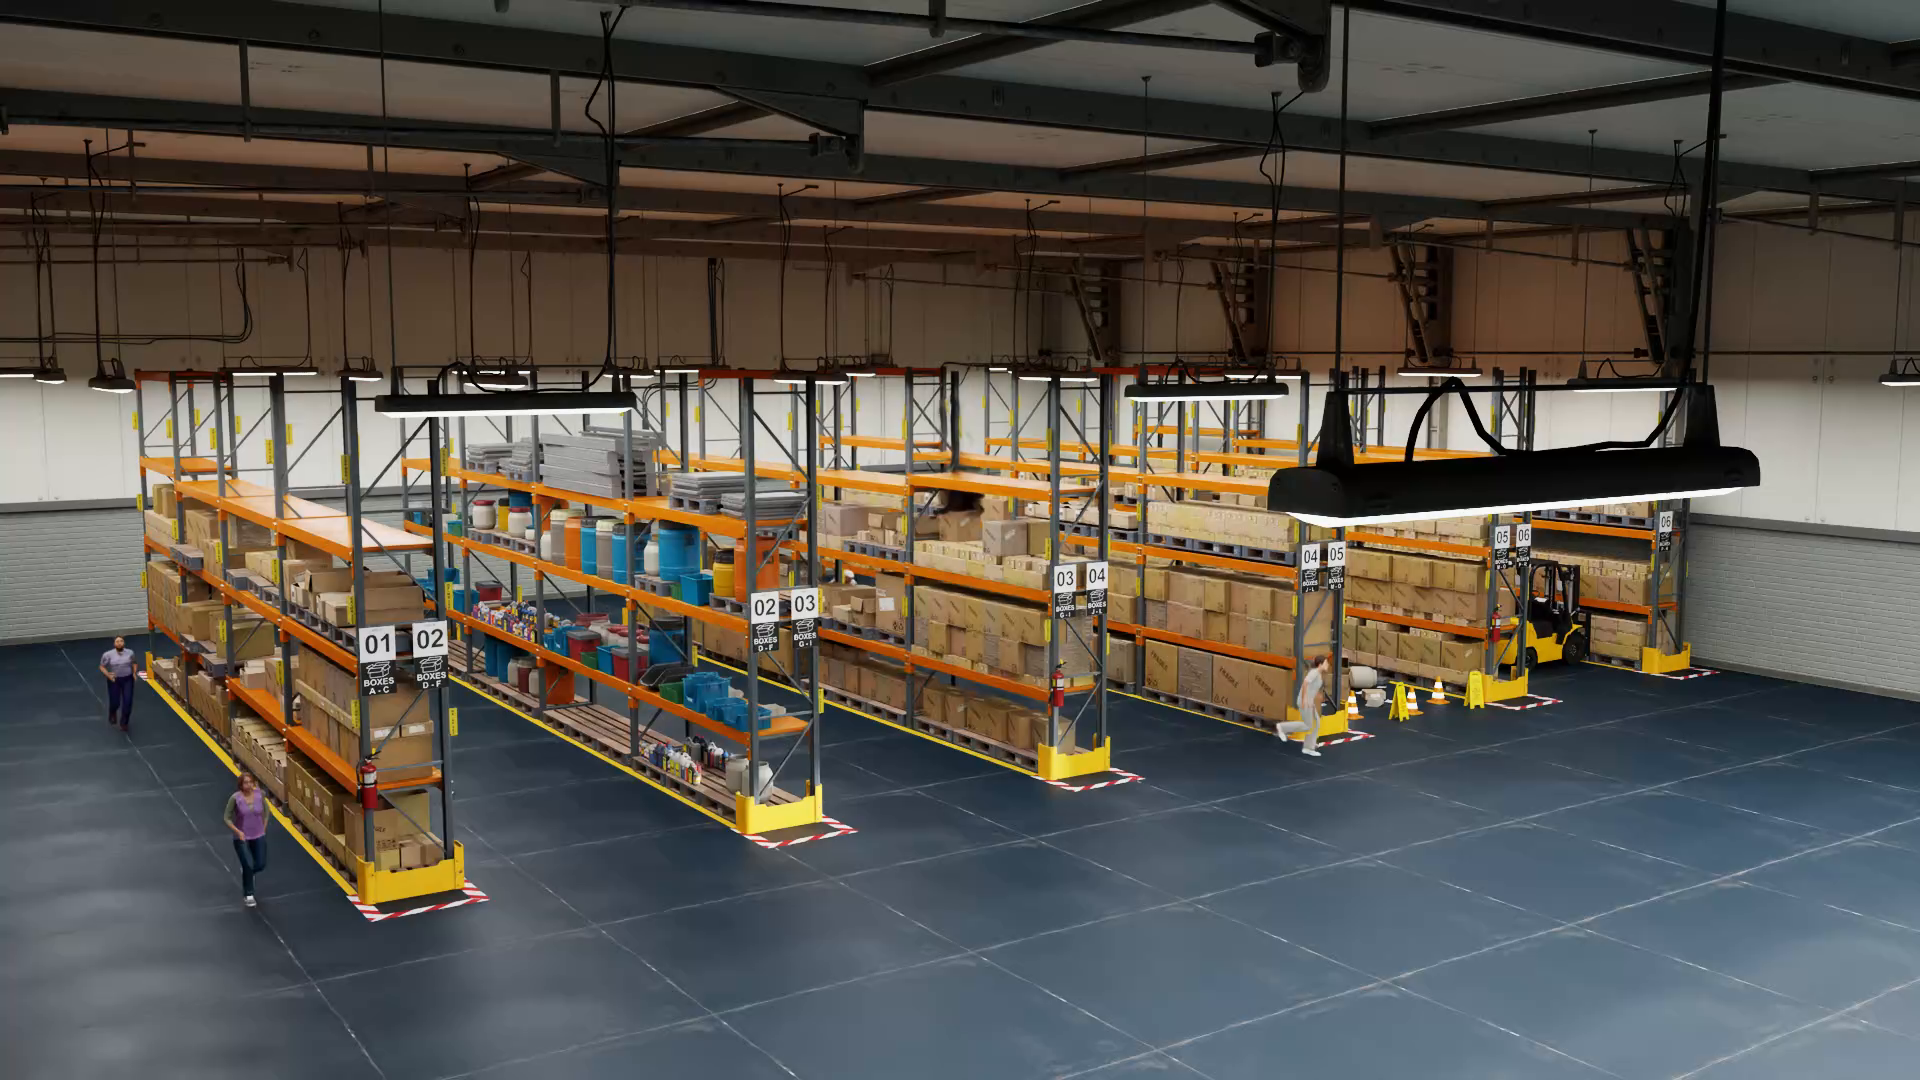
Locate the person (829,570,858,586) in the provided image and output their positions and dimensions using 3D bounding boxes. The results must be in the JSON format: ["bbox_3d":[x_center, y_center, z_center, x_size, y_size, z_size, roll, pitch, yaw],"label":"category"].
[{"bbox_3d":[-2.619,1.415,36.691,0.681,1.606,1.123,-3,7,-26],"label":"person"}]

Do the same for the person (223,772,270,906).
[{"bbox_3d":[-8.176,3.415,19.102,0.530,1.557,0.603,-5,8,-39],"label":"person"}]

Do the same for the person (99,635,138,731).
[{"bbox_3d":[-14.099,2.395,27.928,0.595,1.590,0.561,-5,8,-37],"label":"person"}]

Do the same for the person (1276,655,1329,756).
[{"bbox_3d":[5.414,2.598,26.291,0.791,1.613,0.559,1,7,12],"label":"person"}]
